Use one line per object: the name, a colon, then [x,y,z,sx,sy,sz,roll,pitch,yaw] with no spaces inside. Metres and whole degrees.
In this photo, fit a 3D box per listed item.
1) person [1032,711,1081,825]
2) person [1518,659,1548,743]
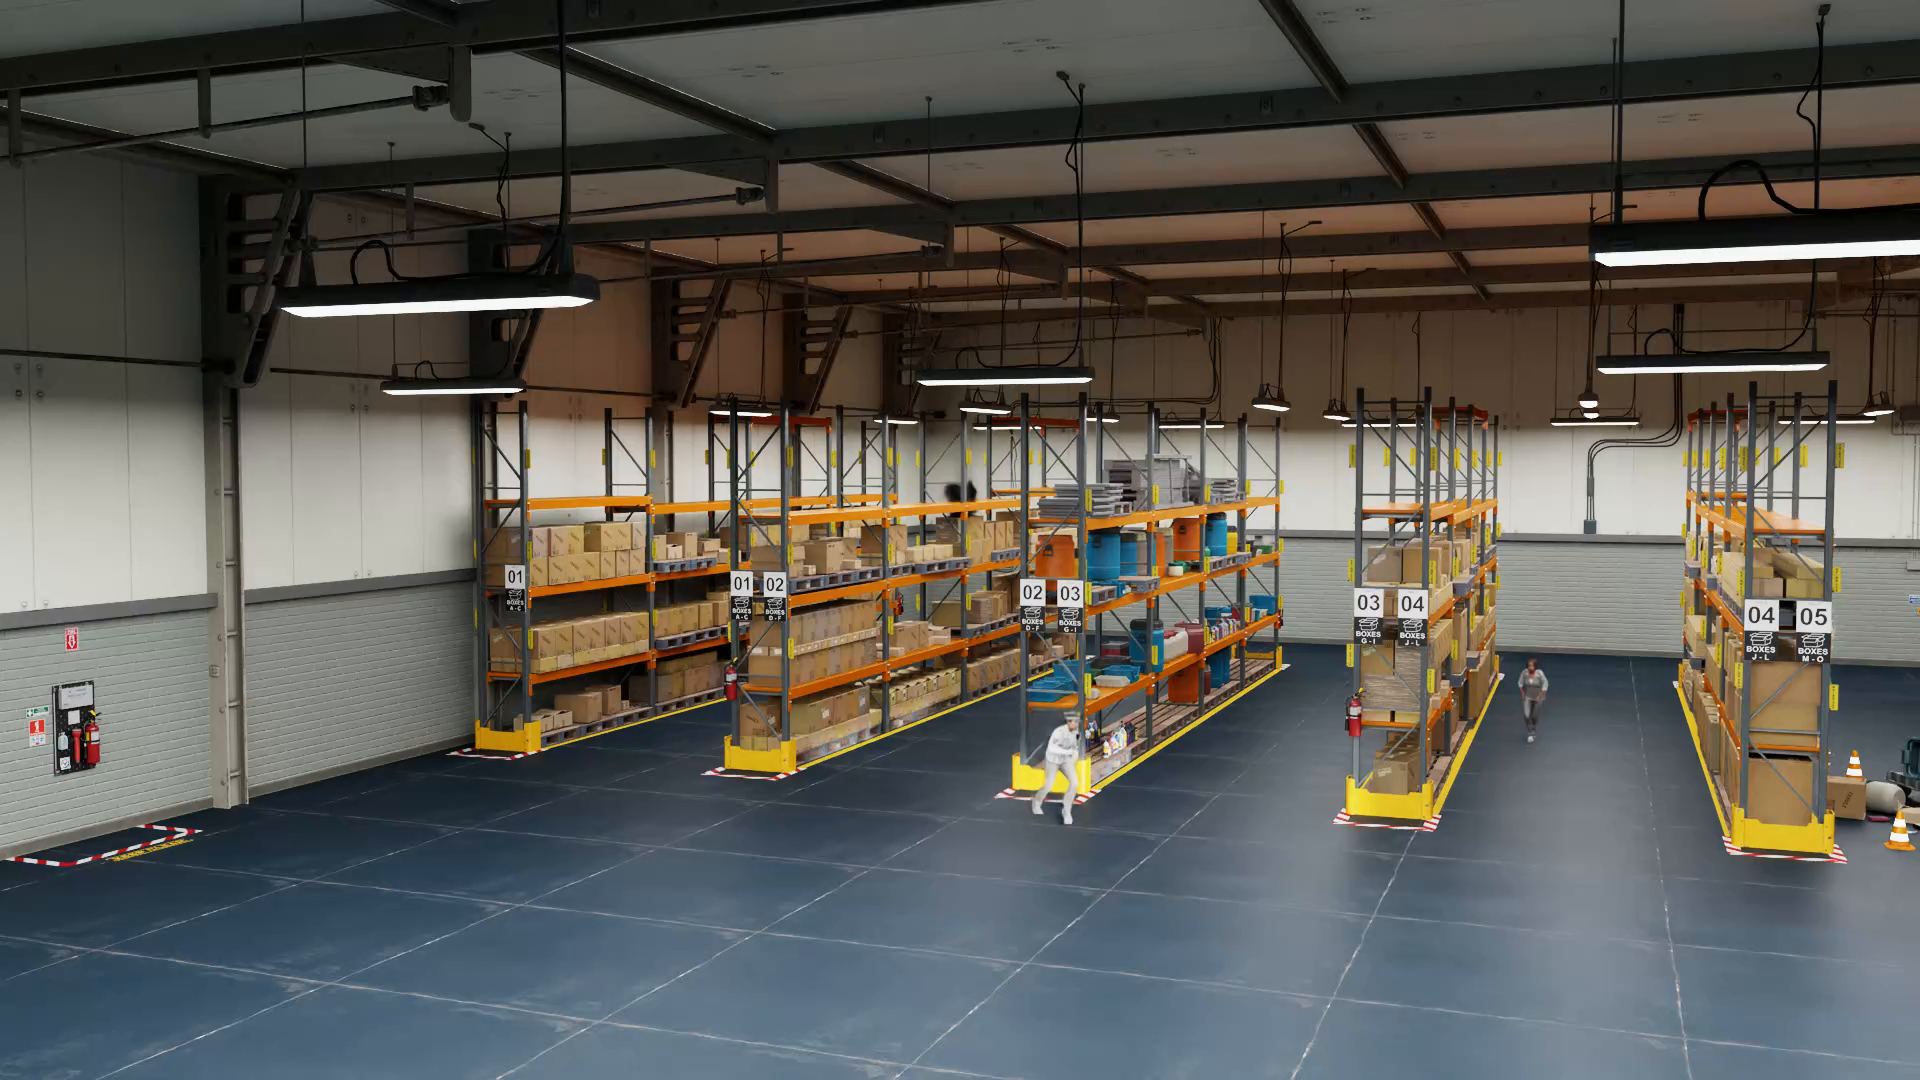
person: [1.354,3.127,22.982,0.651,1.595,0.953,-2,4,-39]
person: [10.174,2.833,29.505,0.517,1.528,0.812,1,3,26]
